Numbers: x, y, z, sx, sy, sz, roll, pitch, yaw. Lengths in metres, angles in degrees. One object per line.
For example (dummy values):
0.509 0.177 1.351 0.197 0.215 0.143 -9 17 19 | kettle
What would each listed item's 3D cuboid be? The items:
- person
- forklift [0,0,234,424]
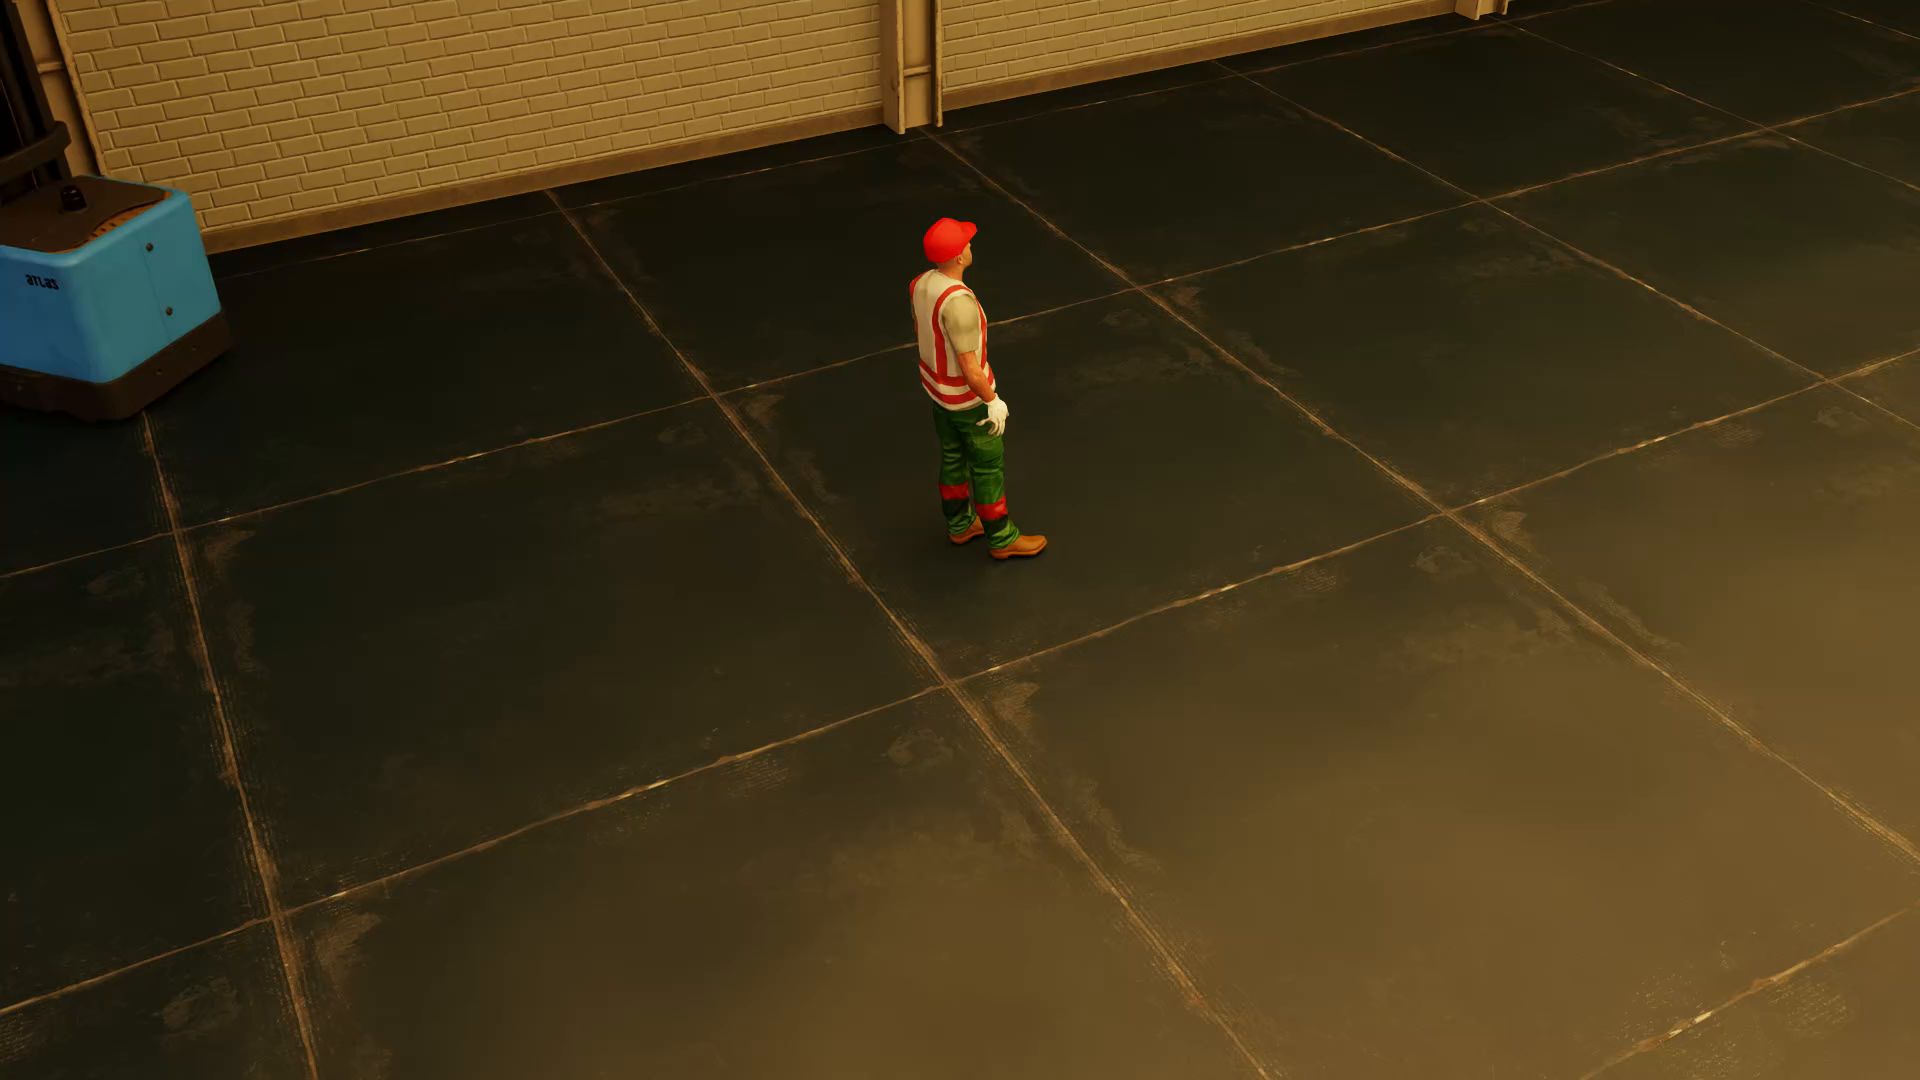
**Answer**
0.076 -0.752 8.163 0.564 1.787 0.637 -17 39 -23 | person
-6.046 -2.373 9.480 3.031 2.935 1.130 11 37 15 | forklift
